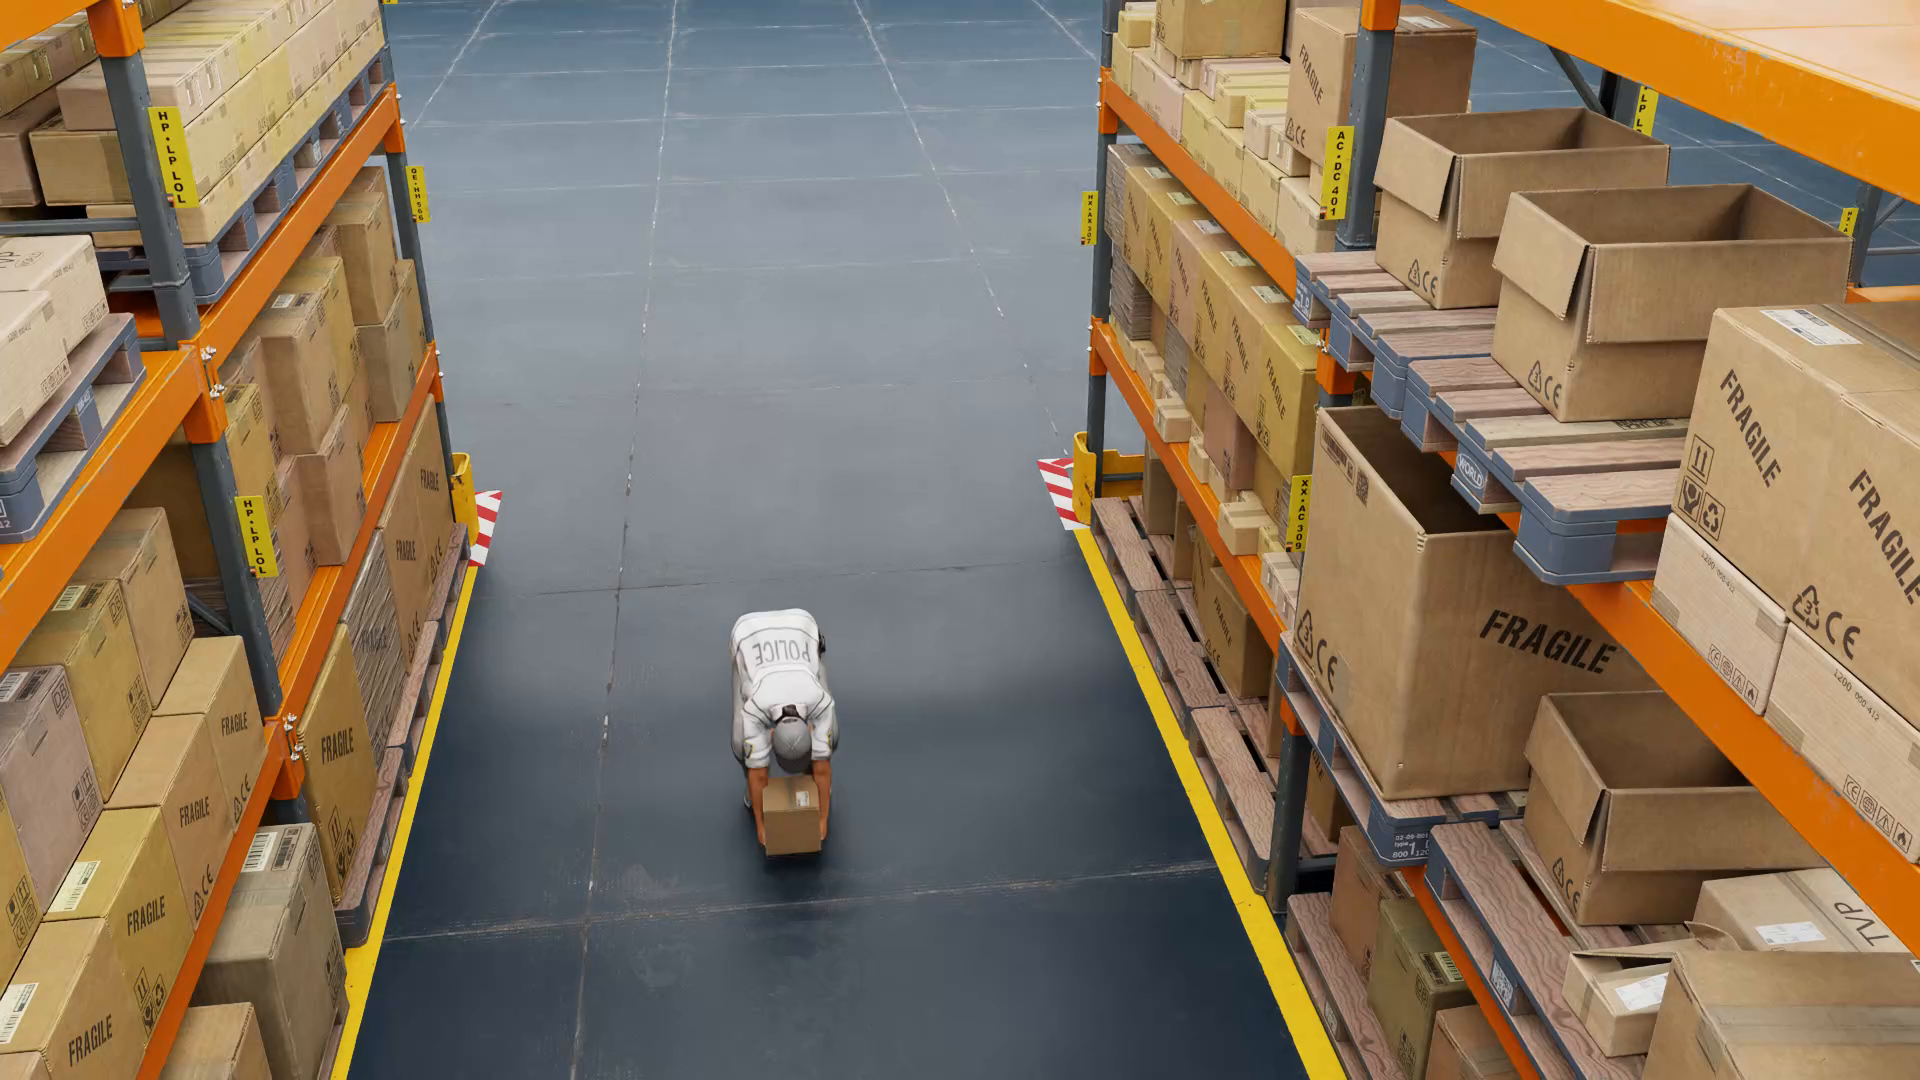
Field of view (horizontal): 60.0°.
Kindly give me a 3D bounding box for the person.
[{"bbox_3d":[-0.806,0.874,7.702,0.453,0.953,0.923,-5,28,-10],"label":"person"}]
